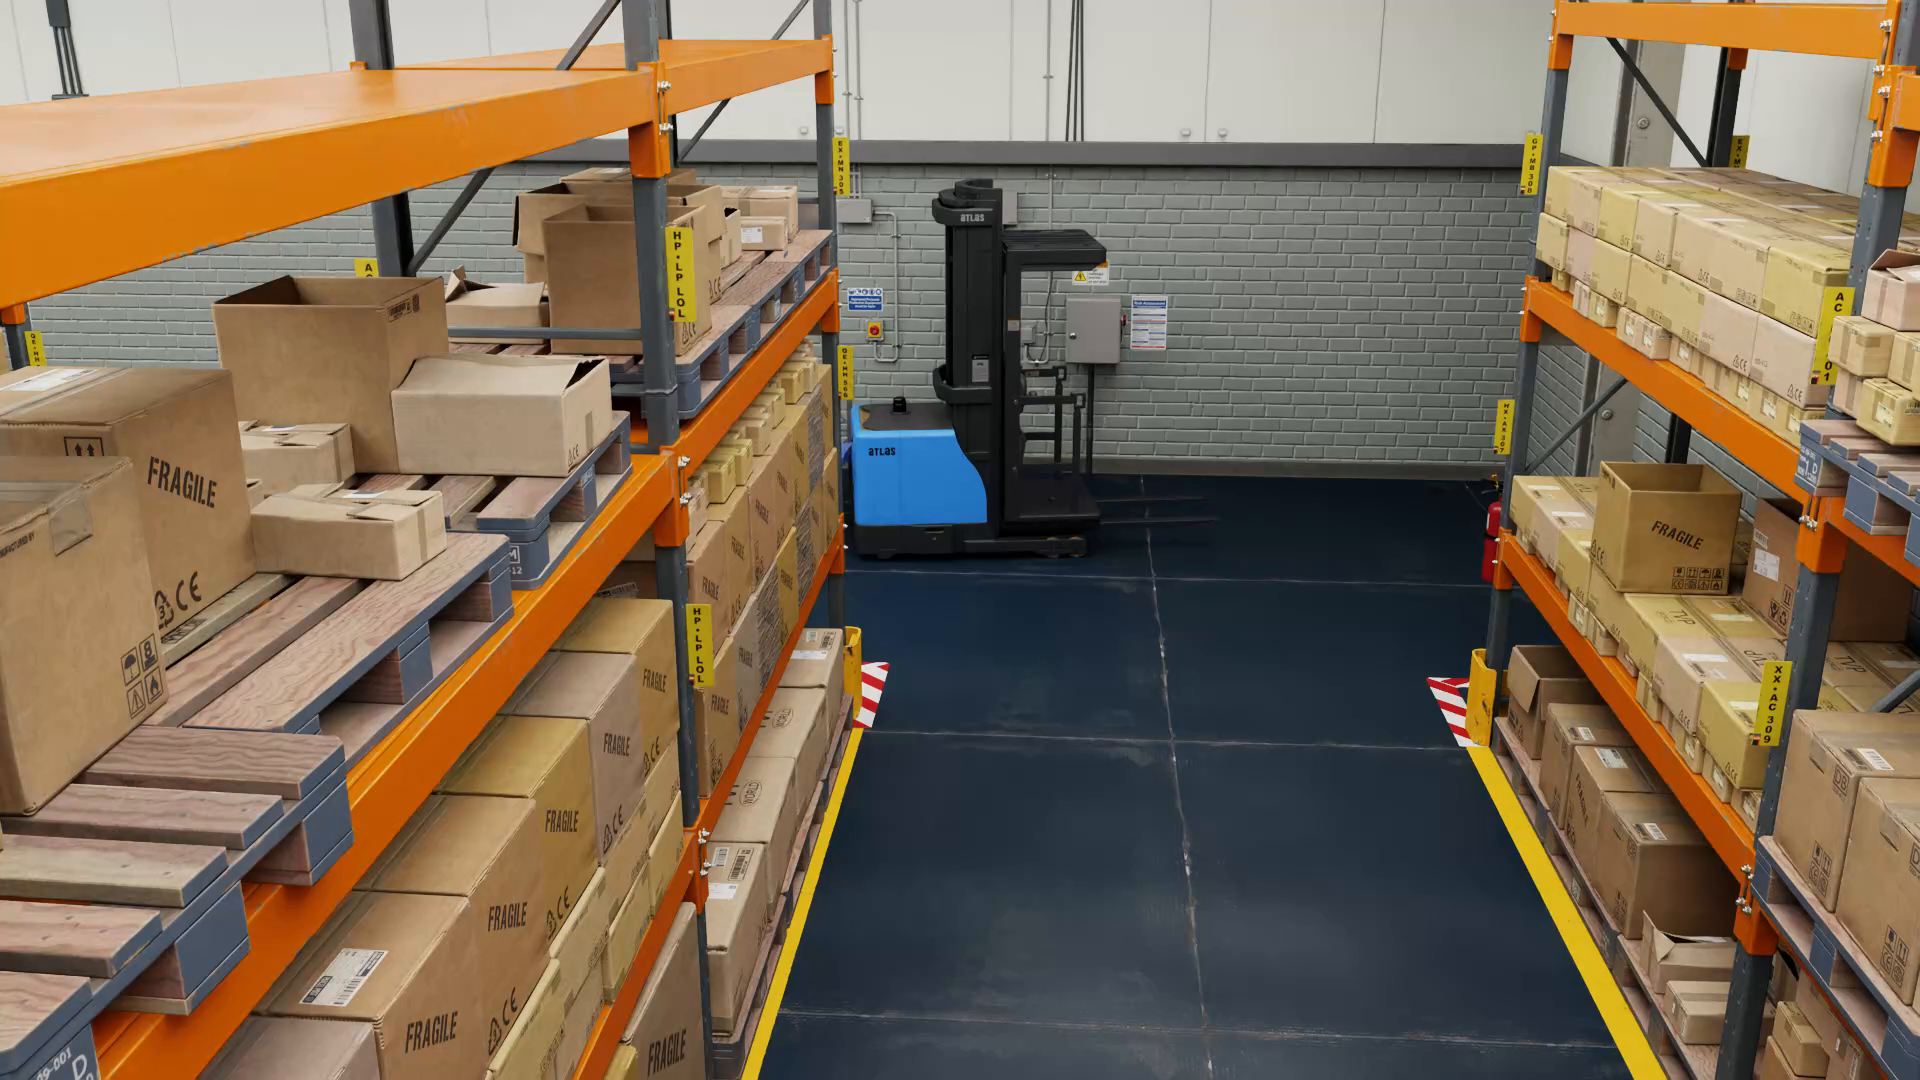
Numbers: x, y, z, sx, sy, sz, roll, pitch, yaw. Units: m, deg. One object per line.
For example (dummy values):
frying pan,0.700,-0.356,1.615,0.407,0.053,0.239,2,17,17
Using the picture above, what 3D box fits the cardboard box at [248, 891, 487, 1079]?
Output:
cardboard box,-1.439,1.153,3.820,0.500,0.500,0.500,2,18,5

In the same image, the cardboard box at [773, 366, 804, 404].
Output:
cardboard box,-1.037,-0.823,8.809,0.380,0.149,0.250,2,18,5

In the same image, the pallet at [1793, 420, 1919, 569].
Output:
pallet,3.324,-0.130,4.986,1.213,0.211,1.003,1,18,4

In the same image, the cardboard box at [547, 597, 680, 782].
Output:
cardboard box,-1.292,0.517,5.760,0.500,0.500,0.500,2,18,6

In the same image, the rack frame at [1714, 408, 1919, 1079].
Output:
rack frame,3.441,1.005,6.037,1.000,3.000,0.127,1,18,4

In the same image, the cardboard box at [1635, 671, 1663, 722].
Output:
cardboard box,3.240,0.697,7.383,0.380,0.149,0.250,1,18,3

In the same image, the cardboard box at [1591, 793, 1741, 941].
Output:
cardboard box,3.415,1.526,7.788,0.700,0.500,0.500,1,18,2

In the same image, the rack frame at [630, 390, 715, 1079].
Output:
rack frame,-1.510,0.896,6.372,1.000,3.000,0.127,1,18,4

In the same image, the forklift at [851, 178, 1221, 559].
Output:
forklift,0.620,-1.410,13.520,3.031,2.935,1.130,-2,18,-5

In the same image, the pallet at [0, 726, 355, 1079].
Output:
pallet,-1.803,0.601,2.757,1.213,0.211,1.003,2,18,6

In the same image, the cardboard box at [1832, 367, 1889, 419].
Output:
cardboard box,3.023,-0.464,5.272,0.380,0.149,0.250,2,18,5

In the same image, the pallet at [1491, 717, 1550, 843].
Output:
pallet,3.666,1.360,9.435,1.003,0.211,1.213,1,18,4

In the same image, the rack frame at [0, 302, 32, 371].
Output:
rack frame,-6.168,-0.426,10.405,1.000,3.000,0.127,1,18,4

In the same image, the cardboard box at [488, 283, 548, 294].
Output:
cardboard box,-1.764,-0.945,6.741,0.380,0.149,0.250,2,18,5

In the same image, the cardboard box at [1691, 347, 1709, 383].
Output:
cardboard box,3.292,-0.737,6.940,0.380,0.149,0.250,2,18,6

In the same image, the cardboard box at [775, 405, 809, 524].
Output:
cardboard box,-1.067,-0.398,8.553,0.500,0.500,0.500,1,18,4

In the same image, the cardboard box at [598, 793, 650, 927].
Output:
cardboard box,-1.327,1.027,5.409,0.500,0.250,0.500,2,18,5

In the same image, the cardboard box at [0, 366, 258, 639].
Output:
cardboard box,-1.960,-0.088,3.723,0.500,0.500,0.500,1,18,4

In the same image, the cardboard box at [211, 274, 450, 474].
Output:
cardboard box,-1.862,-0.509,5.008,0.500,0.500,0.500,1,18,3

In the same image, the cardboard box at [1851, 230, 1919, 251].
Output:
cardboard box,3.782,-1.036,6.412,0.500,0.250,0.500,1,18,2

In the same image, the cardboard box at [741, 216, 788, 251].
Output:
cardboard box,-1.116,-1.626,8.819,0.380,0.149,0.250,0,18,0

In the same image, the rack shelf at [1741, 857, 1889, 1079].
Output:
rack shelf,3.298,1.968,4.254,1.077,0.370,4.000,1,18,4

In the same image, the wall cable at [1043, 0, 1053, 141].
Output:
wall cable,-0.346,-4.953,14.586,2.355,3.000,0.029,1,18,4

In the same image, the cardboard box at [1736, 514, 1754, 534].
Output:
cardboard box,3.922,0.002,8.863,0.500,0.250,0.500,1,18,4

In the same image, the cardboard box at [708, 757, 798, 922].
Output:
cardboard box,-1.294,1.443,8.142,0.875,0.438,0.875,1,18,2

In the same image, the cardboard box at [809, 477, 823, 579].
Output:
cardboard box,-1.045,-0.083,9.198,0.500,0.500,0.500,1,18,3

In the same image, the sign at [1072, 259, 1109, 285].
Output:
sign,1.202,-2.464,15.300,0.339,0.242,0.001,1,18,4

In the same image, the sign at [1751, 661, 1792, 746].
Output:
sign,2.899,0.584,5.932,0.100,0.325,0.005,1,18,4

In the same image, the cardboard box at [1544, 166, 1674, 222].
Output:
cardboard box,3.446,-1.838,8.857,0.500,0.250,0.500,1,18,3

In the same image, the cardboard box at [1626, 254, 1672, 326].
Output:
cardboard box,3.345,-1.123,7.477,0.500,0.250,0.500,1,18,3

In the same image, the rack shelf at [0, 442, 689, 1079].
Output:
rack shelf,-1.653,0.433,4.121,1.077,0.370,4.000,1,18,4

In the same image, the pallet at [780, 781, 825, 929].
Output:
pallet,-1.293,1.607,8.681,1.003,0.211,1.213,1,18,4

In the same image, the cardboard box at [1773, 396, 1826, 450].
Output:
cardboard box,3.172,-0.419,5.970,0.380,0.149,0.250,1,18,4

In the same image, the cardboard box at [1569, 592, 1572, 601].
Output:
cardboard box,3.382,0.301,8.592,0.380,0.149,0.250,2,18,5

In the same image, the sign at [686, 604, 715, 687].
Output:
sign,-0.968,0.392,6.176,0.100,0.325,0.005,1,18,4

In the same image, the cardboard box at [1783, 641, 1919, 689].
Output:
cardboard box,3.775,0.632,6.941,0.500,0.250,0.500,1,18,3

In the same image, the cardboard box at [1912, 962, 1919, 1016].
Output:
cardboard box,2.959,1.293,4.702,0.396,0.266,0.258,2,18,7

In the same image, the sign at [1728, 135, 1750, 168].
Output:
sign,4.280,-2.064,9.167,0.100,0.325,0.005,1,18,4

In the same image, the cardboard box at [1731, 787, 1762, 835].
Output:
cardboard box,3.212,1.020,6.396,0.380,0.149,0.250,2,18,5

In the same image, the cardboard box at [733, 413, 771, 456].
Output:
cardboard box,-1.101,-0.500,7.824,0.380,0.149,0.250,1,18,4

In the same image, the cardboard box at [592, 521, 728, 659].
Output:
cardboard box,-1.234,0.231,6.636,0.500,0.500,0.500,1,18,4

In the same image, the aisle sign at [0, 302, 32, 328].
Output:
aisle sign,-5.863,-1.677,10.049,0.394,0.787,0.004,1,18,4

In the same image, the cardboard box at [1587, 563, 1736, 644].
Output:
cardboard box,3.342,0.301,7.949,0.500,0.250,0.500,1,18,2

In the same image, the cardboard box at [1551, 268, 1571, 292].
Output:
cardboard box,3.473,-1.449,9.114,0.380,0.149,0.250,2,18,5

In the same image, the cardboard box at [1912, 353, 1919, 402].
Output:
cardboard box,2.974,-0.444,4.734,0.380,0.149,0.250,1,18,3

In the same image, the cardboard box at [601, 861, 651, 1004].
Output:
cardboard box,-1.328,1.270,5.470,0.500,0.250,0.500,1,18,3

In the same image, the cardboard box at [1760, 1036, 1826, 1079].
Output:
cardboard box,3.182,2.139,5.918,0.500,0.500,0.500,2,18,6

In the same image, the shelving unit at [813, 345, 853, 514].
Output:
shelving unit,-1.236,-0.794,13.936,0.538,1.500,1.048,2,18,6

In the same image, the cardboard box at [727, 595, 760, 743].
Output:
cardboard box,-1.175,0.552,7.260,0.500,0.500,0.500,1,18,4

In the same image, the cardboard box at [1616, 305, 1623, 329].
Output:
cardboard box,3.357,-1.053,7.906,0.380,0.149,0.250,1,18,3

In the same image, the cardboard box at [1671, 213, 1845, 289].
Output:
cardboard box,3.310,-1.205,6.926,0.500,0.250,0.500,2,18,5

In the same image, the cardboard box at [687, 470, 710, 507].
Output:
cardboard box,-1.250,-0.188,6.871,0.380,0.149,0.250,1,18,3

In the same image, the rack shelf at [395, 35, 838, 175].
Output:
rack shelf,-1.367,-2.044,7.508,1.077,0.370,4.000,1,18,4

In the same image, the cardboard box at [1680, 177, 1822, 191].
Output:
cardboard box,3.937,-1.664,8.328,0.500,0.250,0.500,1,18,2

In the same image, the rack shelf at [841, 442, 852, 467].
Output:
rack shelf,-1.236,-0.623,13.992,0.538,0.185,1.000,2,18,6

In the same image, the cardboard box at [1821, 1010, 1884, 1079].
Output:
cardboard box,3.179,1.731,5.642,0.380,0.149,0.250,0,18,1
